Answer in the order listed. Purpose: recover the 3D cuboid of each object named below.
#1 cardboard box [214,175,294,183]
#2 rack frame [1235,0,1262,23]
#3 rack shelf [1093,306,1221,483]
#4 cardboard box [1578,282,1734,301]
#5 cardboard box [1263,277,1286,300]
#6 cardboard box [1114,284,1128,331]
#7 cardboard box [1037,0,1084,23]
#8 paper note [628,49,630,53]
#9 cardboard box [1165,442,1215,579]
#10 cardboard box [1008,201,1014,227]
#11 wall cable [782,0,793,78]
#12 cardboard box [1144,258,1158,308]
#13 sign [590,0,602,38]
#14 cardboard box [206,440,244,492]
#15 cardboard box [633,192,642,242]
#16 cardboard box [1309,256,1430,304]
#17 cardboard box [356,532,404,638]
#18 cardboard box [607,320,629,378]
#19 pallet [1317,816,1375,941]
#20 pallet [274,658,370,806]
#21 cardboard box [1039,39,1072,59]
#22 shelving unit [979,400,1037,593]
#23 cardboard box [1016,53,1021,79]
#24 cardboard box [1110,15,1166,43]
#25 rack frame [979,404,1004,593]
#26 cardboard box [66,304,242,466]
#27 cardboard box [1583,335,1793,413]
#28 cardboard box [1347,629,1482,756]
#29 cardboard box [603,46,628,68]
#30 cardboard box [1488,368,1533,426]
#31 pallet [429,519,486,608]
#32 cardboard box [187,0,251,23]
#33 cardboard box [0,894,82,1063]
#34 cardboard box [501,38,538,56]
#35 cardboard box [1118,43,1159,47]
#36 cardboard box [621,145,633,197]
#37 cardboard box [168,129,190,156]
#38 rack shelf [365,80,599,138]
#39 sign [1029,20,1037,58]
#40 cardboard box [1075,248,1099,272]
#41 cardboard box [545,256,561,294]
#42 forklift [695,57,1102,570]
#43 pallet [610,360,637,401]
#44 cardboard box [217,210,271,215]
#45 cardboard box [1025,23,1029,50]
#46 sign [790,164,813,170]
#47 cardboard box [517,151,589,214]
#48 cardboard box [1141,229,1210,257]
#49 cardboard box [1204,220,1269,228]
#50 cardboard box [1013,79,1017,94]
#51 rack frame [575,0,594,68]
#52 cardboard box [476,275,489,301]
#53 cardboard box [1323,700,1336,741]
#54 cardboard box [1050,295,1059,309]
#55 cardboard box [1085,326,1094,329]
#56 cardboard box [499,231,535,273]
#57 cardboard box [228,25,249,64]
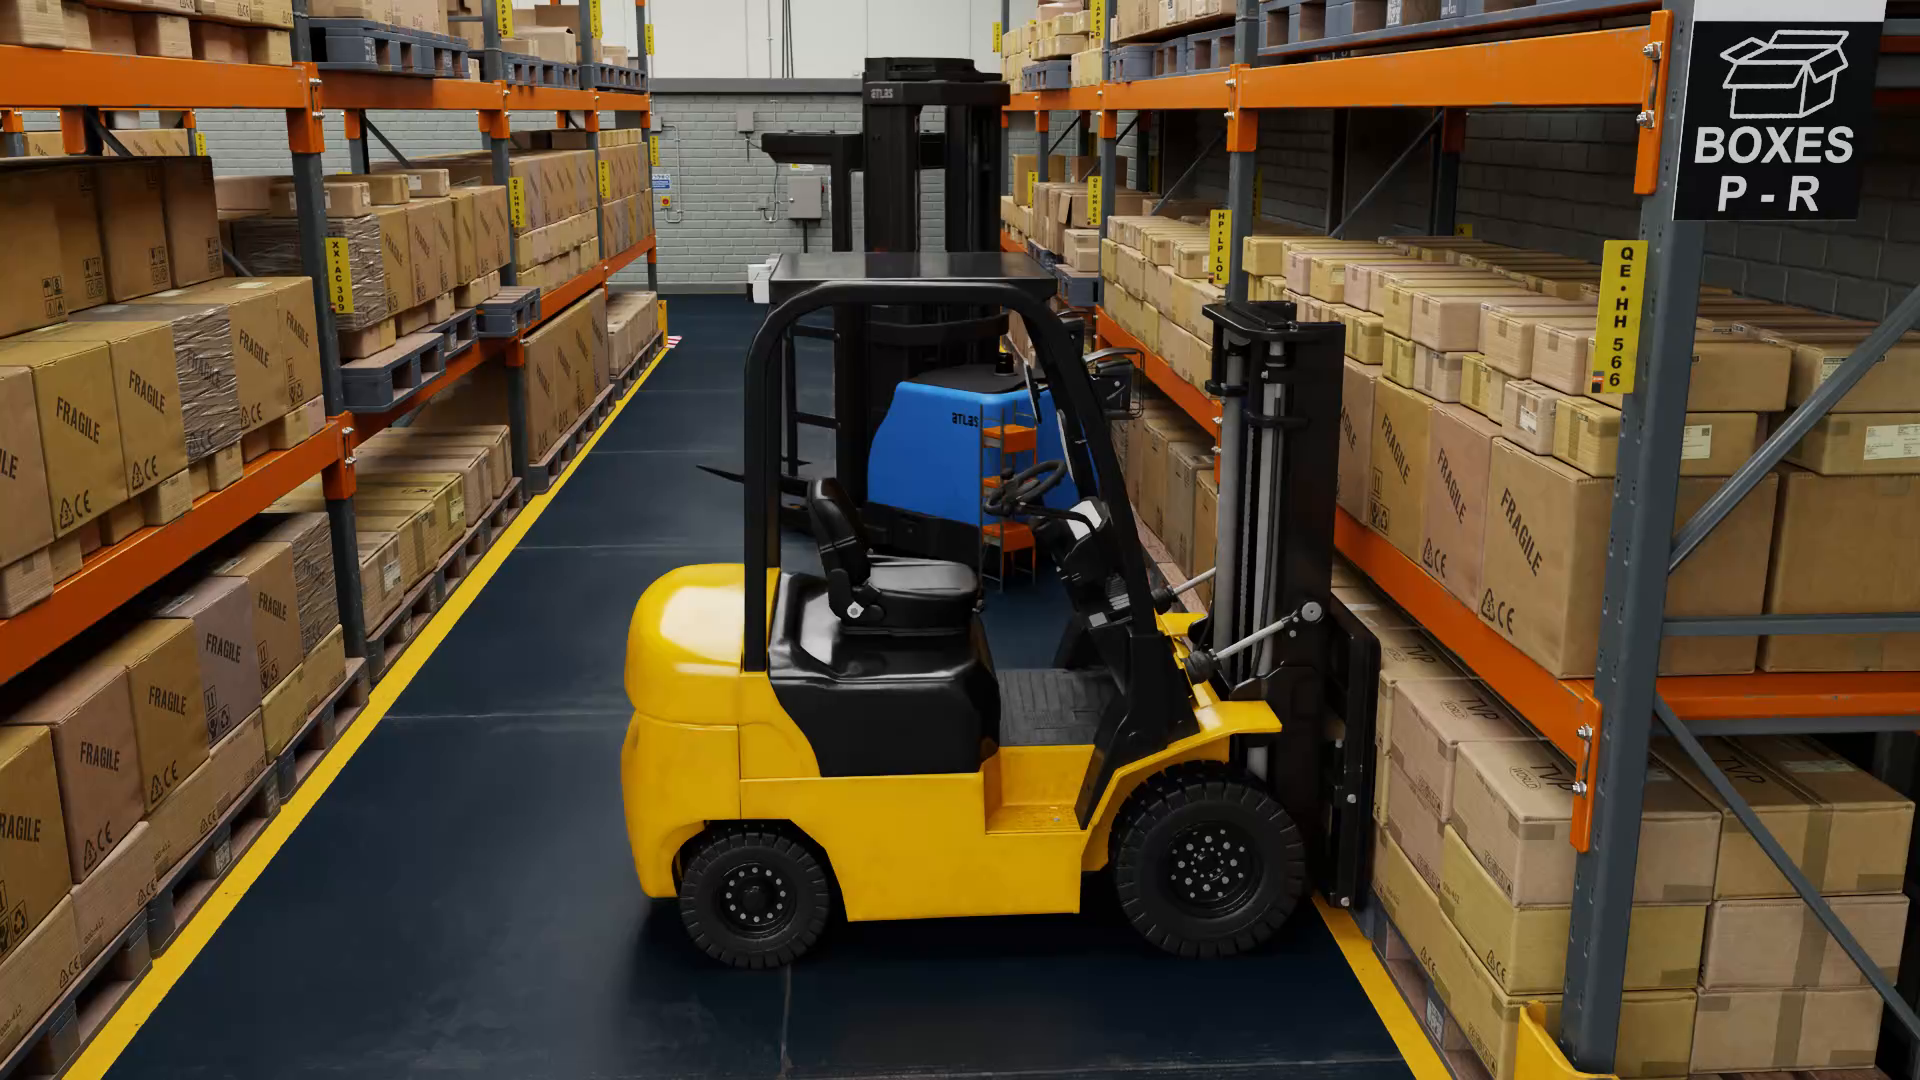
[{"bbox_3d":[-3.598,-1.782,8.490,0.380,0.149,0.250,-2,15,-6],"label":"cardboard box"},{"bbox_3d":[1.706,-3.705,6.865,1.000,3.000,0.127,-1,14,-3],"label":"rack frame"},{"bbox_3d":[1.582,-0.948,9.635,1.077,0.370,4.000,-1,14,-3],"label":"rack shelf"},{"bbox_3d":[2.174,-0.723,5.216,0.380,0.149,0.250,-1,14,-5],"label":"cardboard box"},{"bbox_3d":[1.481,-1.014,6.945,0.380,0.149,0.250,-1,14,-2],"label":"cardboard box"},{"bbox_3d":[1.268,-1.482,10.568,0.500,0.250,0.500,-1,14,-5],"label":"cardboard box"},{"bbox_3d":[0.881,-4.636,14.537,0.396,0.266,0.258,-1,14,-4],"label":"cardboard box"},{"bbox_3d":[-3.280,-4.851,16.488,0.006,0.032,0.123,-1,14,-3],"label":"paper note"},{"bbox_3d":[1.622,-0.175,9.110,0.875,0.625,0.625,-1,14,-4],"label":"cardboard box"},{"bbox_3d":[0.788,-3.487,17.762,0.500,0.250,0.500,-1,14,-4],"label":"cardboard box"},{"bbox_3d":[-1.091,-8.084,23.813,2.988,3.039,0.133,-1,14,-3],"label":"wall cable"},{"bbox_3d":[1.343,-1.468,9.509,0.500,0.250,0.500,-1,14,-3],"label":"cardboard box"},{"bbox_3d":[-3.202,-4.577,14.609,0.100,0.325,0.005,-1,14,-3],"label":"sign"},{"bbox_3d":[-2.857,-0.272,6.068,0.380,0.149,0.250,-1,14,-4],"label":"cardboard box"},{"bbox_3d":[-3.639,-3.386,17.465,0.500,0.500,0.500,0,14,-2],"label":"cardboard box"},{"bbox_3d":[1.517,-0.965,6.159,0.380,0.149,0.250,-1,14,-4],"label":"cardboard box"},{"bbox_3d":[-3.283,0.217,8.093,0.950,0.372,0.625,-1,14,-3],"label":"cardboard box"},{"bbox_3d":[-3.675,-1.832,15.924,0.875,0.438,0.875,-1,14,-4],"label":"cardboard box"},{"bbox_3d":[1.792,1.054,6.007,1.003,0.211,1.213,-1,14,-3],"label":"pallet"},{"bbox_3d":[-3.171,0.795,7.012,1.003,0.211,1.213,-1,14,-3],"label":"pallet"},{"bbox_3d":[0.857,-4.101,13.885,0.380,0.149,0.250,-1,14,-3],"label":"cardboard box"},{"bbox_3d":[0.271,-0.246,9.377,0.252,1.050,0.215,-11,18,-37],"label":"shelving unit"},{"bbox_3d":[0.844,-4.811,16.890,0.500,0.250,0.500,-1,14,-4],"label":"cardboard box"},{"bbox_3d":[1.177,-3.294,10.714,0.380,0.166,0.250,-1,14,-4],"label":"cardboard box"},{"bbox_3d":[0.176,-0.227,9.304,0.008,1.050,0.200,-11,18,-37],"label":"rack frame"},{"bbox_3d":[-2.897,-0.551,5.849,0.500,0.500,0.500,0,14,-2],"label":"cardboard box"},{"bbox_3d":[1.722,-0.397,3.949,0.380,0.149,0.250,-1,14,-3],"label":"cardboard box"},{"bbox_3d":[1.536,0.478,5.319,0.500,0.250,0.500,-1,14,-3],"label":"cardboard box"},{"bbox_3d":[-3.873,-5.227,18.061,0.500,0.250,0.500,-2,15,-9],"label":"cardboard box"},{"bbox_3d":[1.652,-0.377,4.471,0.380,0.149,0.250,-1,14,-2],"label":"cardboard box"},{"bbox_3d":[-3.376,0.131,9.593,1.003,0.211,1.213,-1,14,-3],"label":"pallet"},{"bbox_3d":[-2.919,-2.014,6.020,0.500,0.250,0.500,-1,14,-4],"label":"cardboard box"},{"bbox_3d":[-2.774,1.197,4.531,0.500,0.250,0.500,-1,14,-4],"label":"cardboard box"},{"bbox_3d":[-3.476,-3.786,12.828,0.380,0.166,0.250,0,14,1],"label":"cardboard box"},{"bbox_3d":[1.196,-3.452,11.403,0.380,0.149,0.250,-1,14,-2],"label":"cardboard box"},{"bbox_3d":[-3.605,-3.745,16.854,0.500,0.500,0.500,-1,14,-4],"label":"cardboard box"},{"bbox_3d":[-8.649,-4.171,17.914,0.500,0.500,0.500,-1,14,-5],"label":"cardboard box"},{"bbox_3d":[-3.619,-3.318,12.827,1.077,0.370,4.000,-1,14,-3],"label":"rack shelf"},{"bbox_3d":[0.669,-4.482,14.867,0.100,0.325,0.005,-1,14,-3],"label":"sign"},{"bbox_3d":[1.035,-2.033,12.070,0.380,0.149,0.250,-1,14,-2],"label":"cardboard box"},{"bbox_3d":[-3.351,-2.027,12.687,0.500,0.250,0.500,0,14,-2],"label":"cardboard box"},{"bbox_3d":[-0.539,-1.529,10.587,3.031,2.935,1.130,13,20,42],"label":"forklift"},{"bbox_3d":[-3.712,-1.551,16.131,1.003,0.211,1.213,-1,14,-3],"label":"pallet"},{"bbox_3d":[-3.537,-1.352,8.121,0.500,0.500,0.500,-1,14,-3],"label":"cardboard box"},{"bbox_3d":[0.899,-4.803,15.854,0.500,0.250,0.500,-1,14,-4],"label":"cardboard box"},{"bbox_3d":[-2.326,-5.555,24.438,0.339,0.242,0.001,-1,14,-3],"label":"sign"},{"bbox_3d":[-3.426,-3.008,13.990,0.500,0.500,0.500,-1,14,-2],"label":"cardboard box"},{"bbox_3d":[1.275,-1.752,9.813,0.380,0.149,0.250,-1,14,-2],"label":"cardboard box"},{"bbox_3d":[1.763,-1.950,10.583,0.380,0.149,0.250,-1,14,-3],"label":"cardboard box"},{"bbox_3d":[0.748,-4.649,17.060,0.380,0.149,0.250,-1,14,-3],"label":"cardboard box"},{"bbox_3d":[-3.743,-5.617,14.296,1.000,3.000,0.127,-1,14,-3],"label":"rack frame"},{"bbox_3d":[-3.084,-1.530,10.114,0.380,0.149,0.250,-2,15,-6],"label":"cardboard box"},{"bbox_3d":[1.511,0.588,5.893,0.500,0.250,0.500,-1,14,-4],"label":"cardboard box"},{"bbox_3d":[1.028,-2.147,15.128,0.380,0.149,0.250,-1,14,-4],"label":"cardboard box"},{"bbox_3d":[1.098,-1.740,14.143,0.380,0.149,0.250,-1,14,-4],"label":"cardboard box"},{"bbox_3d":[-3.280,-2.016,11.639,0.500,0.250,0.500,-1,14,-4],"label":"cardboard box"},{"bbox_3d":[-2.996,-1.915,6.433,0.380,0.149,0.250,-1,14,-3],"label":"cardboard box"}]
